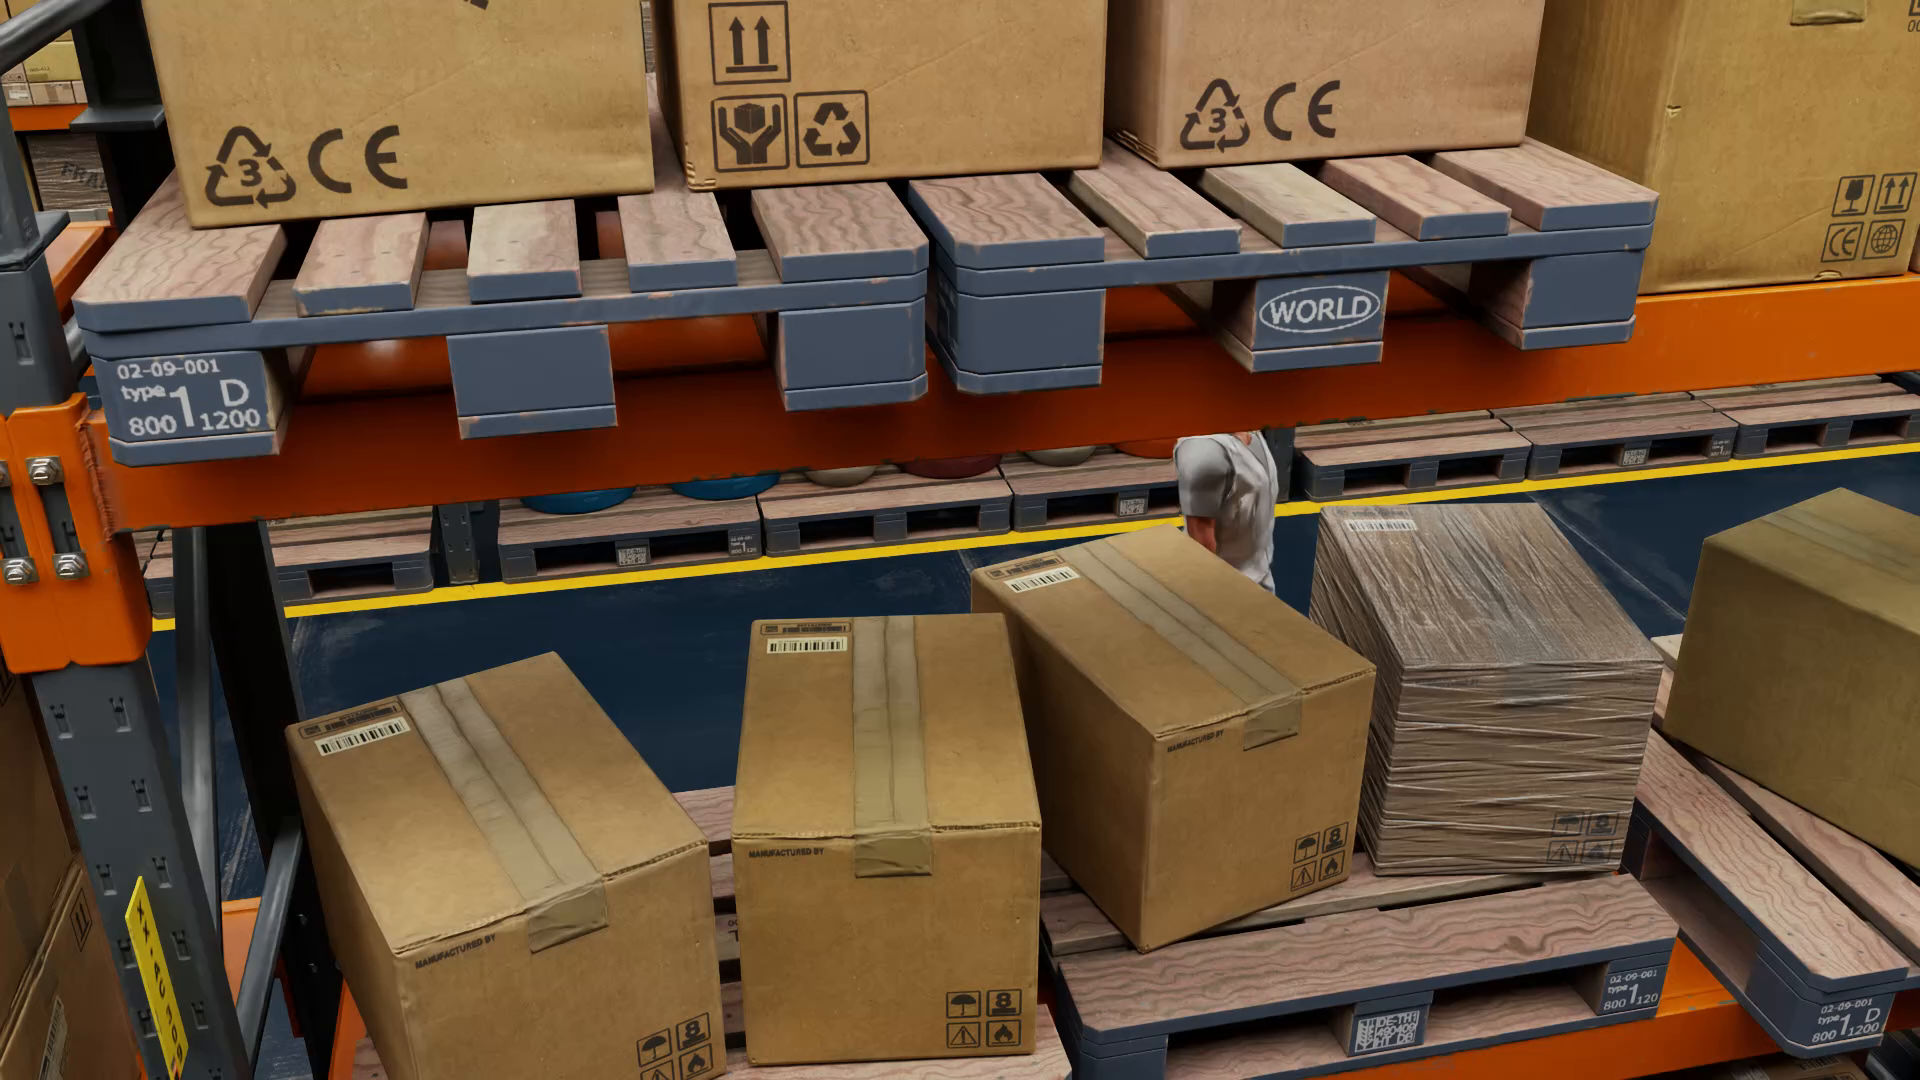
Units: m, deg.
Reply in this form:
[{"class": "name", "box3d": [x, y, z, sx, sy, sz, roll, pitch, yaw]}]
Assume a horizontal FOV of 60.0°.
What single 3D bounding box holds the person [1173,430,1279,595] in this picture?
[{"class": "person", "box3d": [0.890, 0.116, 5.839, 0.709, 1.773, 0.541, 10, 28, 20]}]
